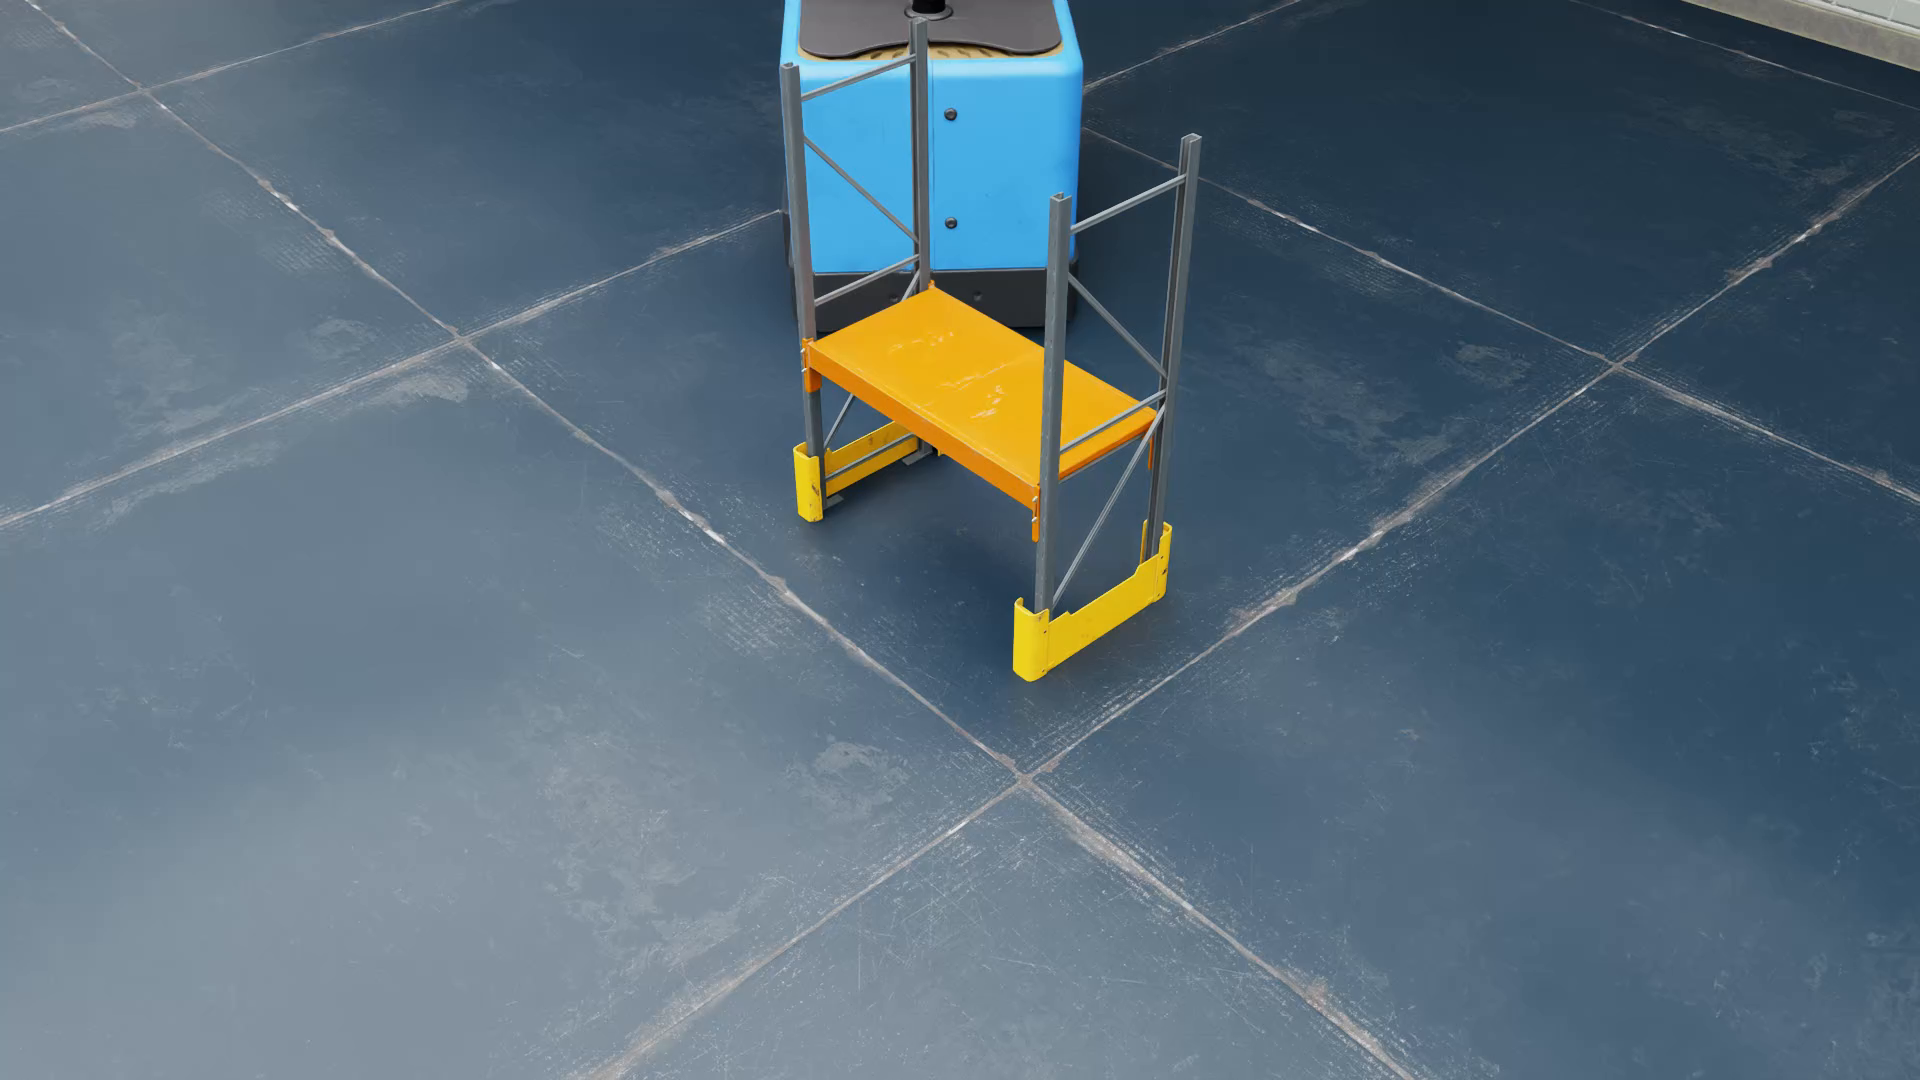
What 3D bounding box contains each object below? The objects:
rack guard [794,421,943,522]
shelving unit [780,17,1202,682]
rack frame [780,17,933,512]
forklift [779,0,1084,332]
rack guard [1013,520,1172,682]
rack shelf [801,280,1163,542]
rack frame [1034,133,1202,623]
[{"bbox_3d":[-0.285,-0.292,5.413,0.587,0.250,0.087,-30,48,-32],"label":"rack guard"},{"bbox_3d":[0.052,-0.548,4.735,0.587,1.500,1.083,-30,48,-32],"label":"shelving unit"},{"bbox_3d":[-0.286,-0.779,5.021,0.500,1.500,0.032,-30,48,-32],"label":"rack frame"},{"bbox_3d":[-0.162,-2.806,6.391,1.130,2.935,3.031,-2,39,-2],"label":"forklift"},{"bbox_3d":[0.388,0.169,4.842,0.587,0.250,0.087,-30,48,-32],"label":"rack guard"},{"bbox_3d":[0.058,-0.404,4.843,0.538,0.185,1.000,-30,48,-32],"label":"rack shelf"},{"bbox_3d":[0.402,-0.309,4.439,0.500,1.500,0.032,-30,48,-32],"label":"rack frame"}]
